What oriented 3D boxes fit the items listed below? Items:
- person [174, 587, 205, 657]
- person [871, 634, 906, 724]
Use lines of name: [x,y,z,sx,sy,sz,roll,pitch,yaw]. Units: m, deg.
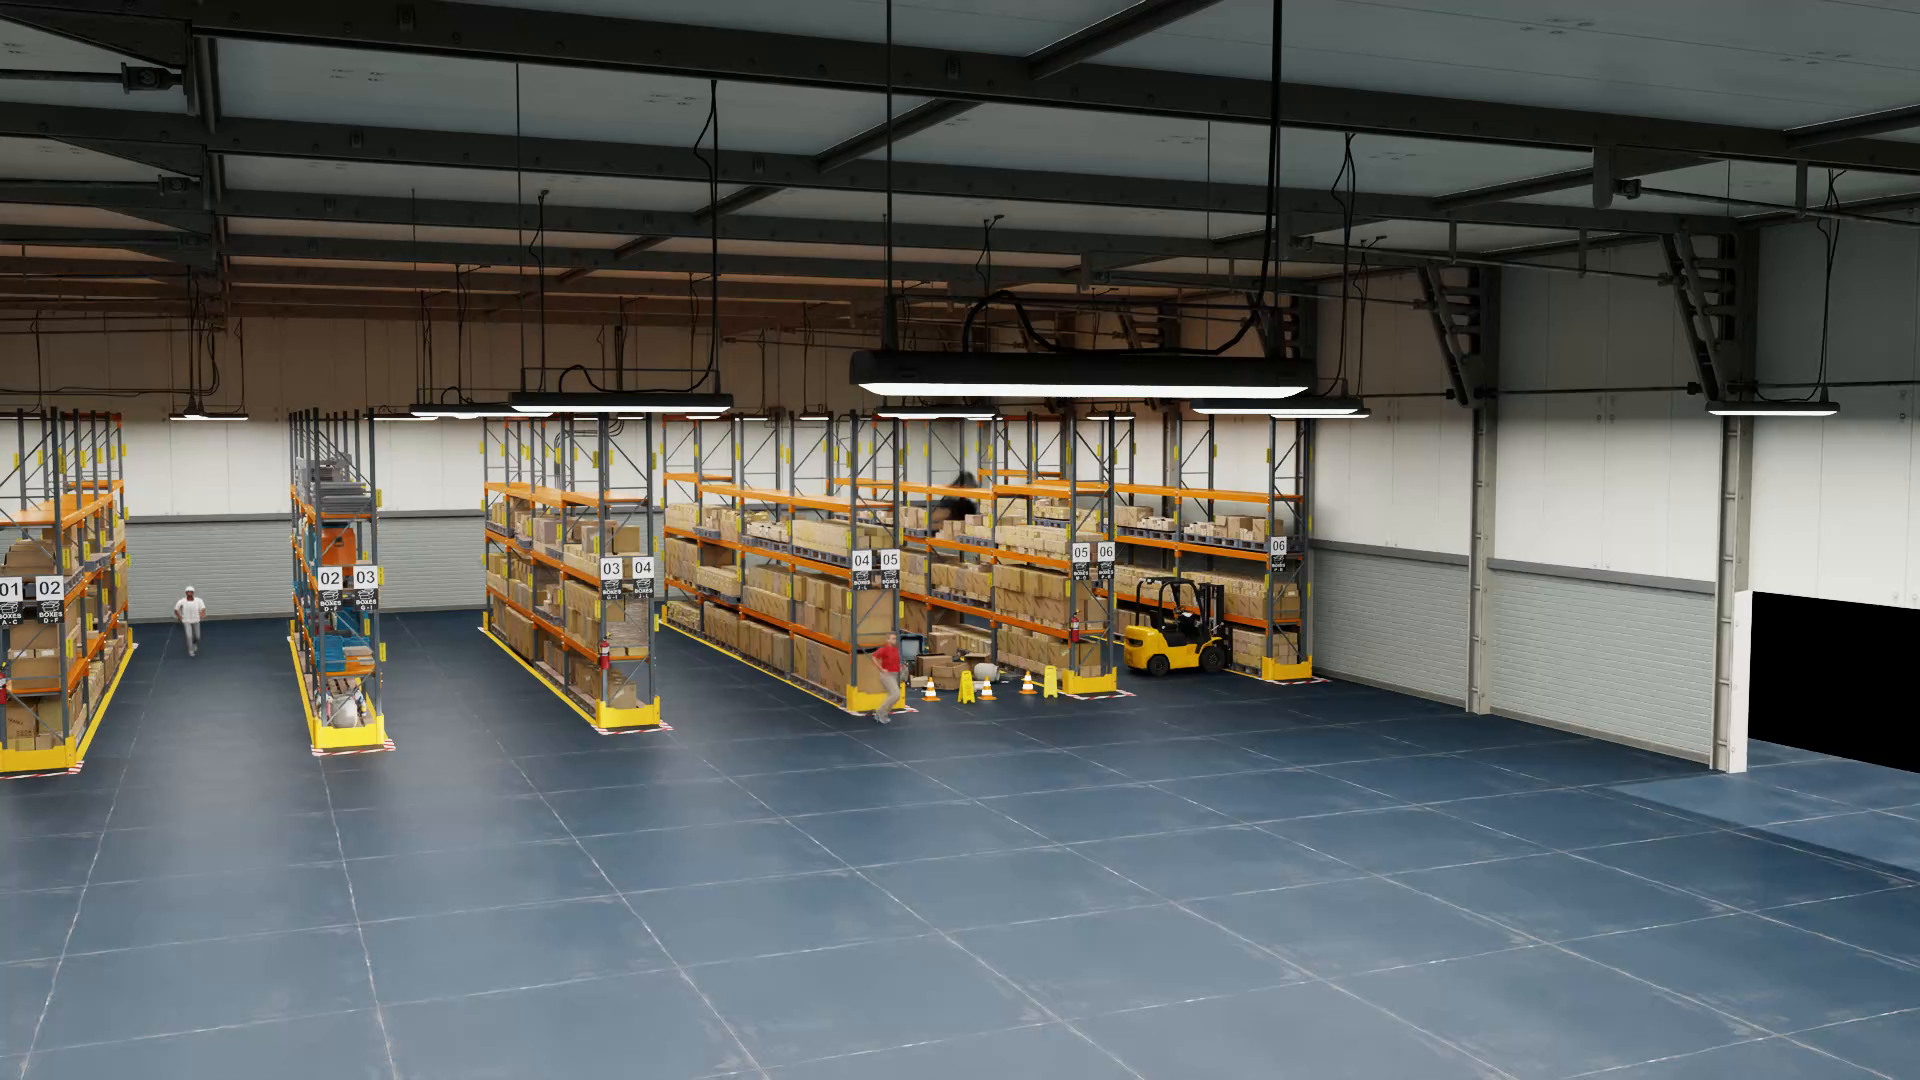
person: [-18.905,2.003,40.848,0.704,1.723,0.694,-3,5,-32]
person: [-1.333,2.648,31.815,0.596,1.714,0.686,2,4,26]
